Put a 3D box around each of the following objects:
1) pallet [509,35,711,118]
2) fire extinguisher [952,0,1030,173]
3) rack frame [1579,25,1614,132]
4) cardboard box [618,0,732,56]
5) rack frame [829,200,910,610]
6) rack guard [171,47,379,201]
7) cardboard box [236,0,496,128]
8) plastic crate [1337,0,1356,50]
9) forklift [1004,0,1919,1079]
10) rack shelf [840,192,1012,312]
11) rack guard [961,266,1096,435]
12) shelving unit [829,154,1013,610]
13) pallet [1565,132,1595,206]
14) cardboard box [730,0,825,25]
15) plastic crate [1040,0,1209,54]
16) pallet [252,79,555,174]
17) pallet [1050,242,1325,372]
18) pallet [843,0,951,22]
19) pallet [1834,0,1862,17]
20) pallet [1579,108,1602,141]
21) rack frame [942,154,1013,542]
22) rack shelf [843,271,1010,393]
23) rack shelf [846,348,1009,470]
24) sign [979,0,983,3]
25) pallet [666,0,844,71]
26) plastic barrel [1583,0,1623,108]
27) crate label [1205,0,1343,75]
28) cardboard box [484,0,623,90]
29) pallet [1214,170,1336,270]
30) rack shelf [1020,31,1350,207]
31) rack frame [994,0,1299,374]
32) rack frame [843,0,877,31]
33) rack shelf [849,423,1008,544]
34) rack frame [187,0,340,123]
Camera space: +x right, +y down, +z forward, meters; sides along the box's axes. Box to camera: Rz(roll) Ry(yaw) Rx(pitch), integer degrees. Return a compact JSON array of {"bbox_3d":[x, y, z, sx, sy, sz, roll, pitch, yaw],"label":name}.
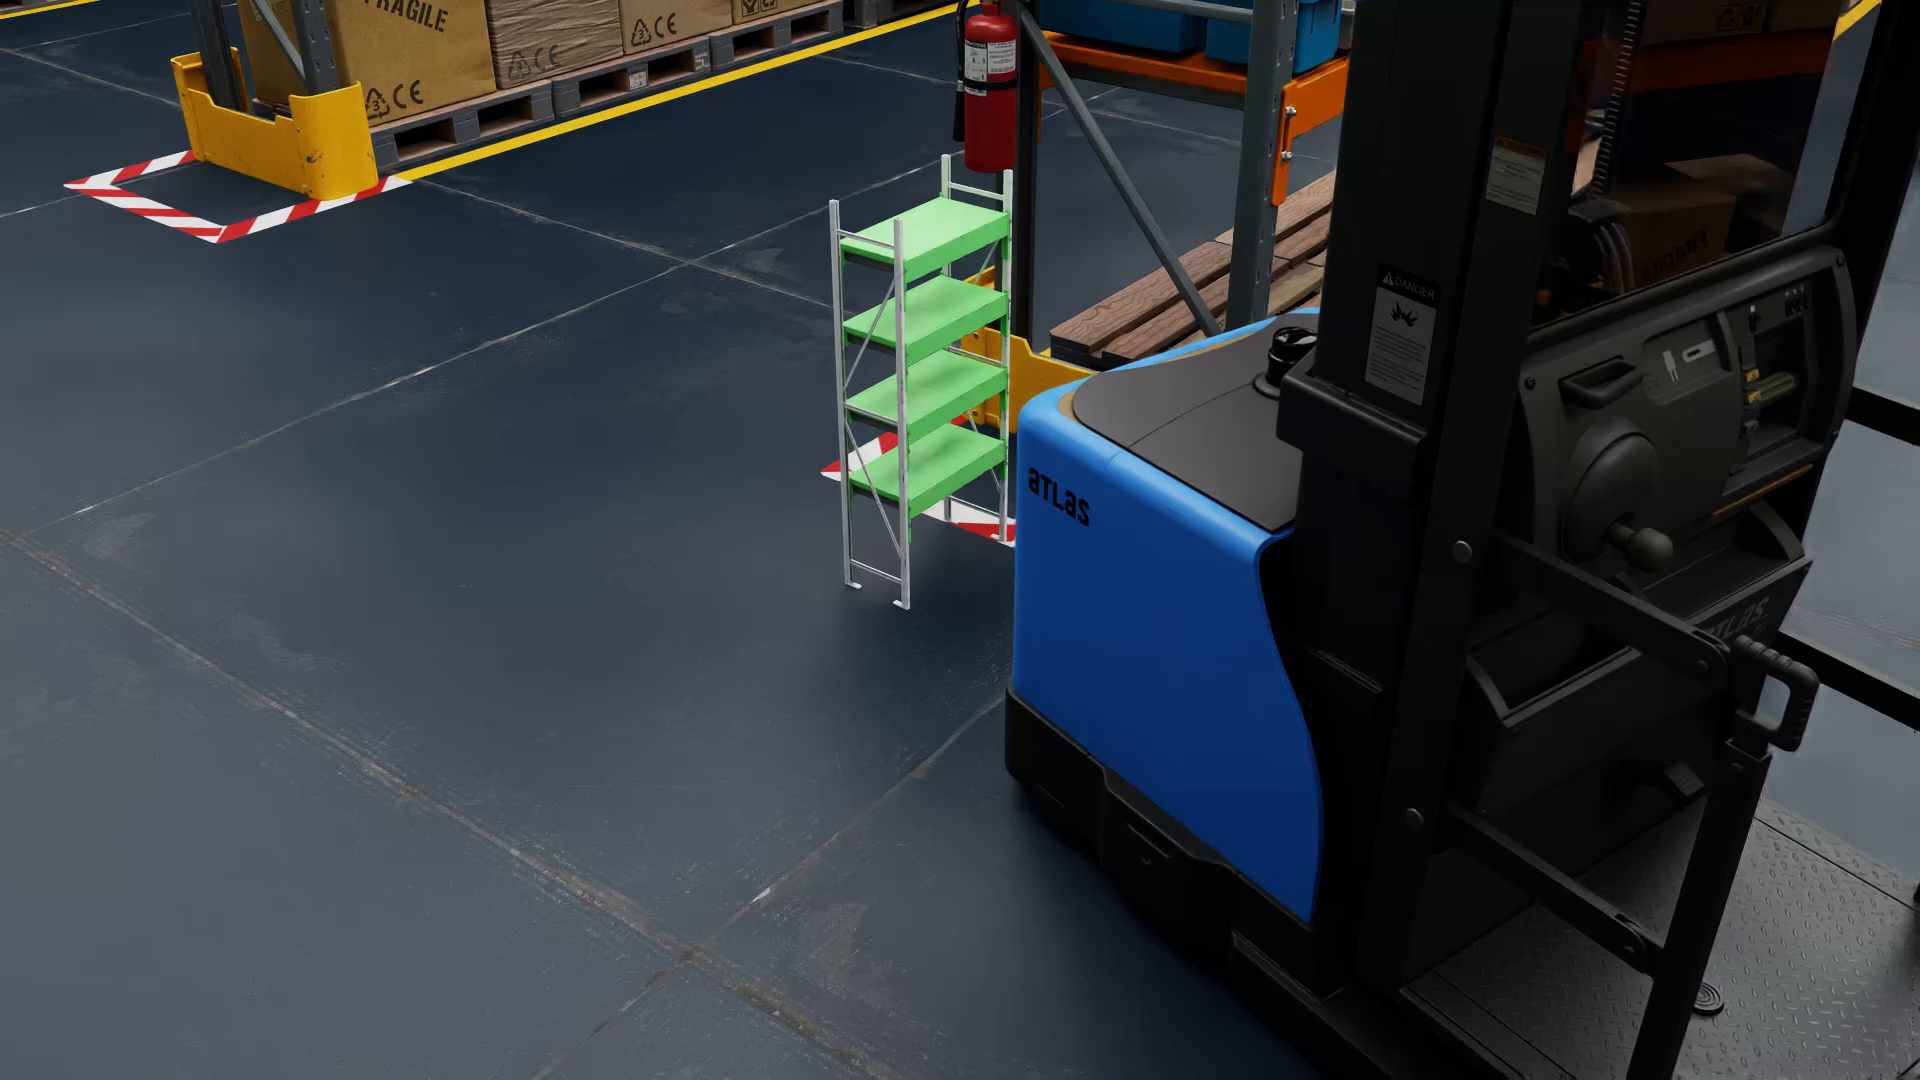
[{"bbox_3d":[-2.239,-2.810,9.785,1.003,0.211,1.213,21,37,31],"label":"pallet"},{"bbox_3d":[0.099,-1.528,5.327,0.296,0.674,0.183,21,37,31],"label":"fire extinguisher"},{"bbox_3d":[2.967,-3.269,7.823,1.000,3.000,0.127,21,37,31],"label":"rack frame"},{"bbox_3d":[-1.987,-3.450,9.802,0.875,0.875,0.875,21,37,31],"label":"cardboard box"},{"bbox_3d":[-0.247,-0.350,4.663,0.240,1.200,0.015,21,37,31],"label":"rack frame"},{"bbox_3d":[-3.411,-2.082,8.273,1.175,0.500,0.348,21,37,31],"label":"rack guard"},{"bbox_3d":[-3.074,-2.719,8.567,0.875,0.875,0.875,21,37,31],"label":"cardboard box"},{"bbox_3d":[1.223,-1.659,5.307,0.250,0.136,0.298,21,37,31],"label":"plastic crate"},{"bbox_3d":[1.379,-0.186,2.688,1.130,2.935,3.031,-20,36,-30],"label":"forklift"},{"bbox_3d":[-0.100,-0.807,4.618,0.258,0.148,0.480,21,37,31],"label":"rack shelf"},{"bbox_3d":[0.548,-0.554,5.694,1.175,0.500,0.348,21,37,31],"label":"rack guard"},{"bbox_3d":[-0.100,-0.449,4.830,0.258,1.200,0.503,21,37,31],"label":"shelving unit"},{"bbox_3d":[2.554,-1.758,8.010,1.003,0.211,1.213,21,37,31],"label":"pallet"},{"bbox_3d":[-1.444,-3.816,10.419,0.875,0.875,0.875,21,37,31],"label":"cardboard box"},{"bbox_3d":[0.606,-1.878,5.382,0.616,0.435,0.499,21,37,31],"label":"plastic crate"},{"bbox_3d":[-2.976,-2.317,8.952,1.003,0.211,1.213,21,37,31],"label":"pallet"},{"bbox_3d":[1.081,-0.767,6.336,1.003,0.211,1.213,21,37,31],"label":"pallet"},{"bbox_3d":[-0.576,-3.930,11.675,1.003,0.211,1.213,21,37,31],"label":"pallet"},{"bbox_3d":[5.880,-3.998,11.789,1.003,0.211,1.213,21,37,31],"label":"pallet"},{"bbox_3d":[3.466,-2.370,9.042,1.003,0.211,1.213,21,37,31],"label":"pallet"},{"bbox_3d":[0.047,-0.548,4.998,0.240,1.200,0.015,21,37,31],"label":"rack frame"},{"bbox_3d":[-0.100,-0.600,4.741,0.258,0.148,0.480,21,37,31],"label":"rack shelf"},{"bbox_3d":[-0.100,-0.394,4.863,0.258,0.148,0.480,21,37,31],"label":"rack shelf"},{"bbox_3d":[0.104,-1.876,5.313,0.100,0.325,0.005,21,37,31],"label":"sign"},{"bbox_3d":[-1.503,-3.308,10.626,1.003,0.211,1.213,21,37,31],"label":"pallet"},{"bbox_3d":[3.309,-2.763,8.616,0.600,0.901,0.708,21,37,31],"label":"plastic barrel"},{"bbox_3d":[0.964,-1.596,5.106,0.416,0.233,0.303,21,37,31],"label":"crate label"},{"bbox_3d":[-2.525,-3.088,9.191,0.875,0.875,0.875,21,37,31],"label":"cardboard box"},{"bbox_3d":[1.818,-1.260,7.170,1.003,0.211,1.213,21,37,31],"label":"pallet"},{"bbox_3d":[1.760,-2.146,6.635,1.077,0.370,4.000,21,37,31],"label":"rack shelf"},{"bbox_3d":[0.552,-1.643,5.080,1.000,3.000,0.127,21,37,31],"label":"rack frame"},{"bbox_3d":[-0.982,-4.793,10.396,1.000,3.000,0.127,21,37,31],"label":"rack frame"},{"bbox_3d":[-0.100,-0.187,4.985,0.258,0.148,0.480,21,37,31],"label":"rack shelf"},{"bbox_3d":[-3.396,-3.167,7.652,1.000,3.000,0.127,21,37,31],"label":"rack frame"}]
